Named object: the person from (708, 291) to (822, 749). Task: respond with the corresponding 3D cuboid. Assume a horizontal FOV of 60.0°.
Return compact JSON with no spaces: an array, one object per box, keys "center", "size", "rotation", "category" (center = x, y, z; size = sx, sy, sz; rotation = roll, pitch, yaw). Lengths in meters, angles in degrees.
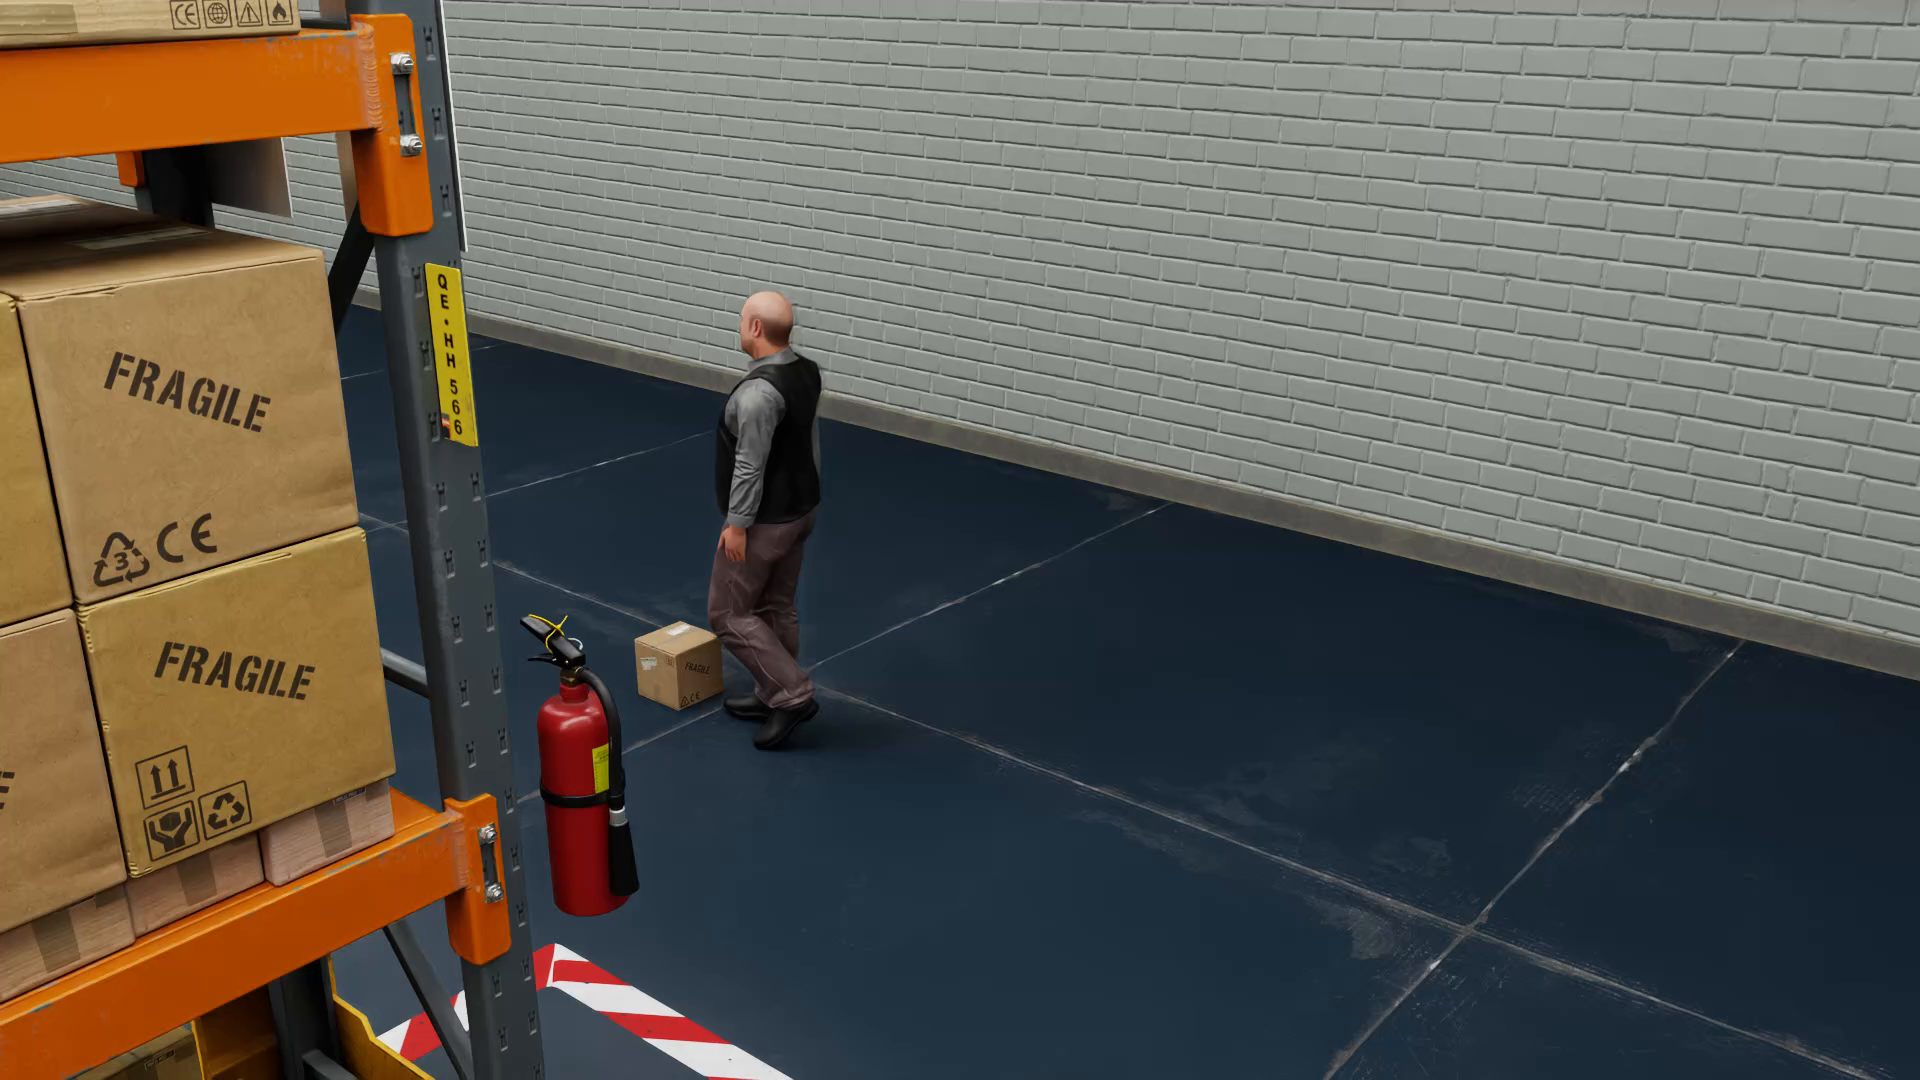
[{"center":[-0.734,-0.083,6.325],"size":[0.479,1.736,0.557],"rotation":[6,21,16],"category":"person"}]
